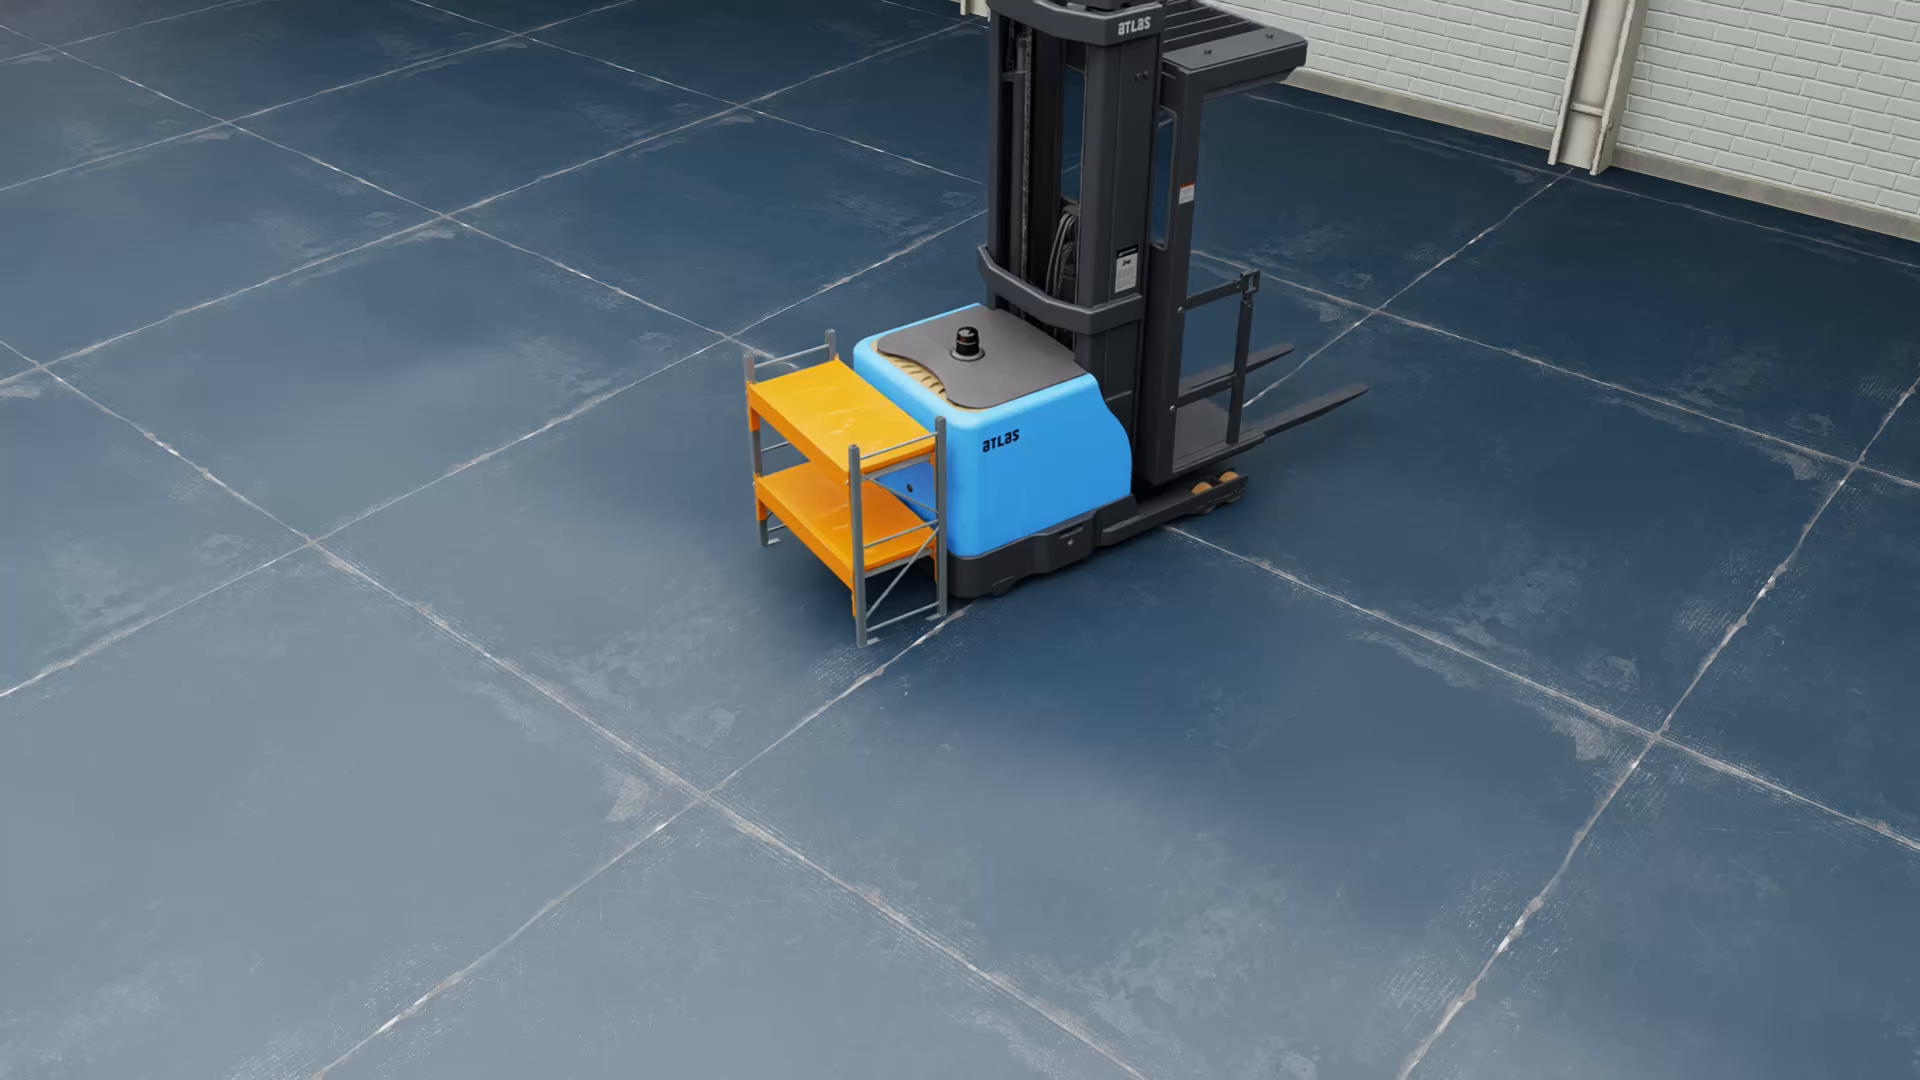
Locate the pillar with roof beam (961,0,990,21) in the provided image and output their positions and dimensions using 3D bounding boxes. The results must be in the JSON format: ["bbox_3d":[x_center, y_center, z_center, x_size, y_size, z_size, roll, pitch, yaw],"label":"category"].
[{"bbox_3d":[-2.503,-6.965,10.943,0.400,9.000,9.100,25,42,32],"label":"pillar with roof beam"}]

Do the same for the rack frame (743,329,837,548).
[{"bbox_3d":[-0.837,-0.506,8.493,0.500,1.125,0.032,-20,39,-27],"label":"rack frame"}]

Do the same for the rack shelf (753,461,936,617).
[{"bbox_3d":[-0.559,-0.064,8.281,0.538,0.278,1.000,-20,39,-27],"label":"rack shelf"}]

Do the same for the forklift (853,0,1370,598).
[{"bbox_3d":[0.950,-1.572,8.451,3.031,2.935,1.130,-22,40,-28],"label":"forklift"}]

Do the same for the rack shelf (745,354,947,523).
[{"bbox_3d":[-0.559,-0.507,7.977,0.538,0.278,1.000,-20,39,-27],"label":"rack shelf"}]

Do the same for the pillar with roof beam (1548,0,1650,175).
[{"bbox_3d":[2.109,-4.792,7.778,0.400,9.000,9.100,25,42,32],"label":"pillar with roof beam"}]

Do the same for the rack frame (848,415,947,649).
[{"bbox_3d":[-0.280,-0.024,7.792,0.500,1.125,0.032,-20,39,-27],"label":"rack frame"}]

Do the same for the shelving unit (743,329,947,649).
[{"bbox_3d":[-0.559,-0.265,8.143,0.538,1.125,1.048,-20,39,-27],"label":"shelving unit"}]
